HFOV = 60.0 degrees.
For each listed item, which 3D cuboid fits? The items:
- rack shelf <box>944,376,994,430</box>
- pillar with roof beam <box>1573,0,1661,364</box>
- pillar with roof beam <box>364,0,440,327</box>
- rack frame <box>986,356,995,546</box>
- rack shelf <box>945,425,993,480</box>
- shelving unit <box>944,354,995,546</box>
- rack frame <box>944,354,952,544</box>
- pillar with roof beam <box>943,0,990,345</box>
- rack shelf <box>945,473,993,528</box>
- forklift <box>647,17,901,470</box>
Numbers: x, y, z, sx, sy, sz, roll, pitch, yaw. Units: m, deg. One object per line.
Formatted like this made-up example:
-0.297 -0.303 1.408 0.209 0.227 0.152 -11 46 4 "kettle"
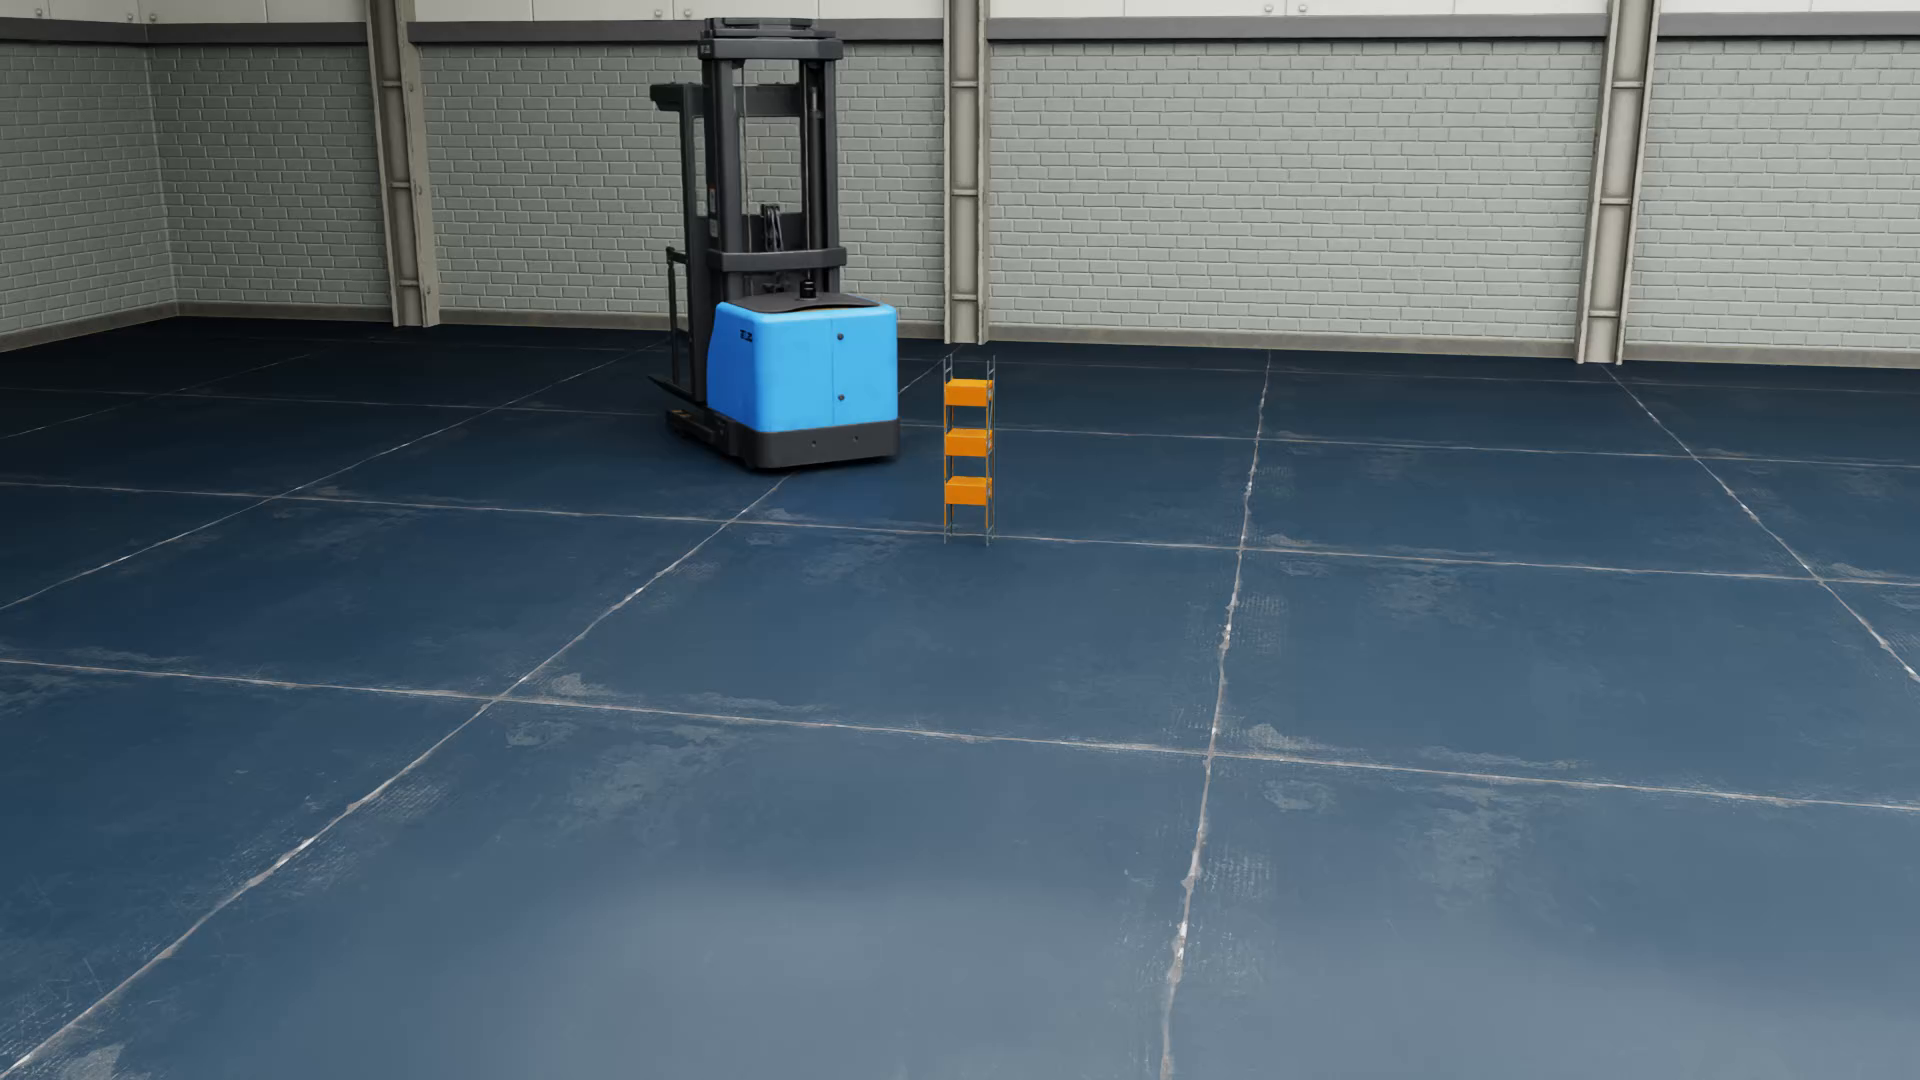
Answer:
0.052 -0.766 9.269 0.240 0.259 0.215 3 16 11 "rack shelf"
5.087 -4.880 10.251 0.400 9.000 9.100 3 16 11 "pillar with roof beam"
-6.673 -5.518 12.556 0.400 9.000 9.100 3 16 11 "pillar with roof beam"
0.172 -0.497 9.318 0.008 1.050 0.200 3 16 11 "rack frame"
0.052 -0.493 9.344 0.240 0.259 0.215 3 16 11 "rack shelf"
0.052 -0.503 9.342 0.252 1.050 0.215 3 16 11 "shelving unit"
-0.067 -0.510 9.365 0.008 1.050 0.200 3 16 11 "rack frame"
-0.793 -5.199 11.403 0.400 9.000 9.100 3 16 11 "pillar with roof beam"
0.052 -0.225 9.419 0.240 0.259 0.215 3 16 11 "rack shelf"
-1.541 -2.226 12.036 1.130 2.935 3.031 -8 17 -27 "forklift"
